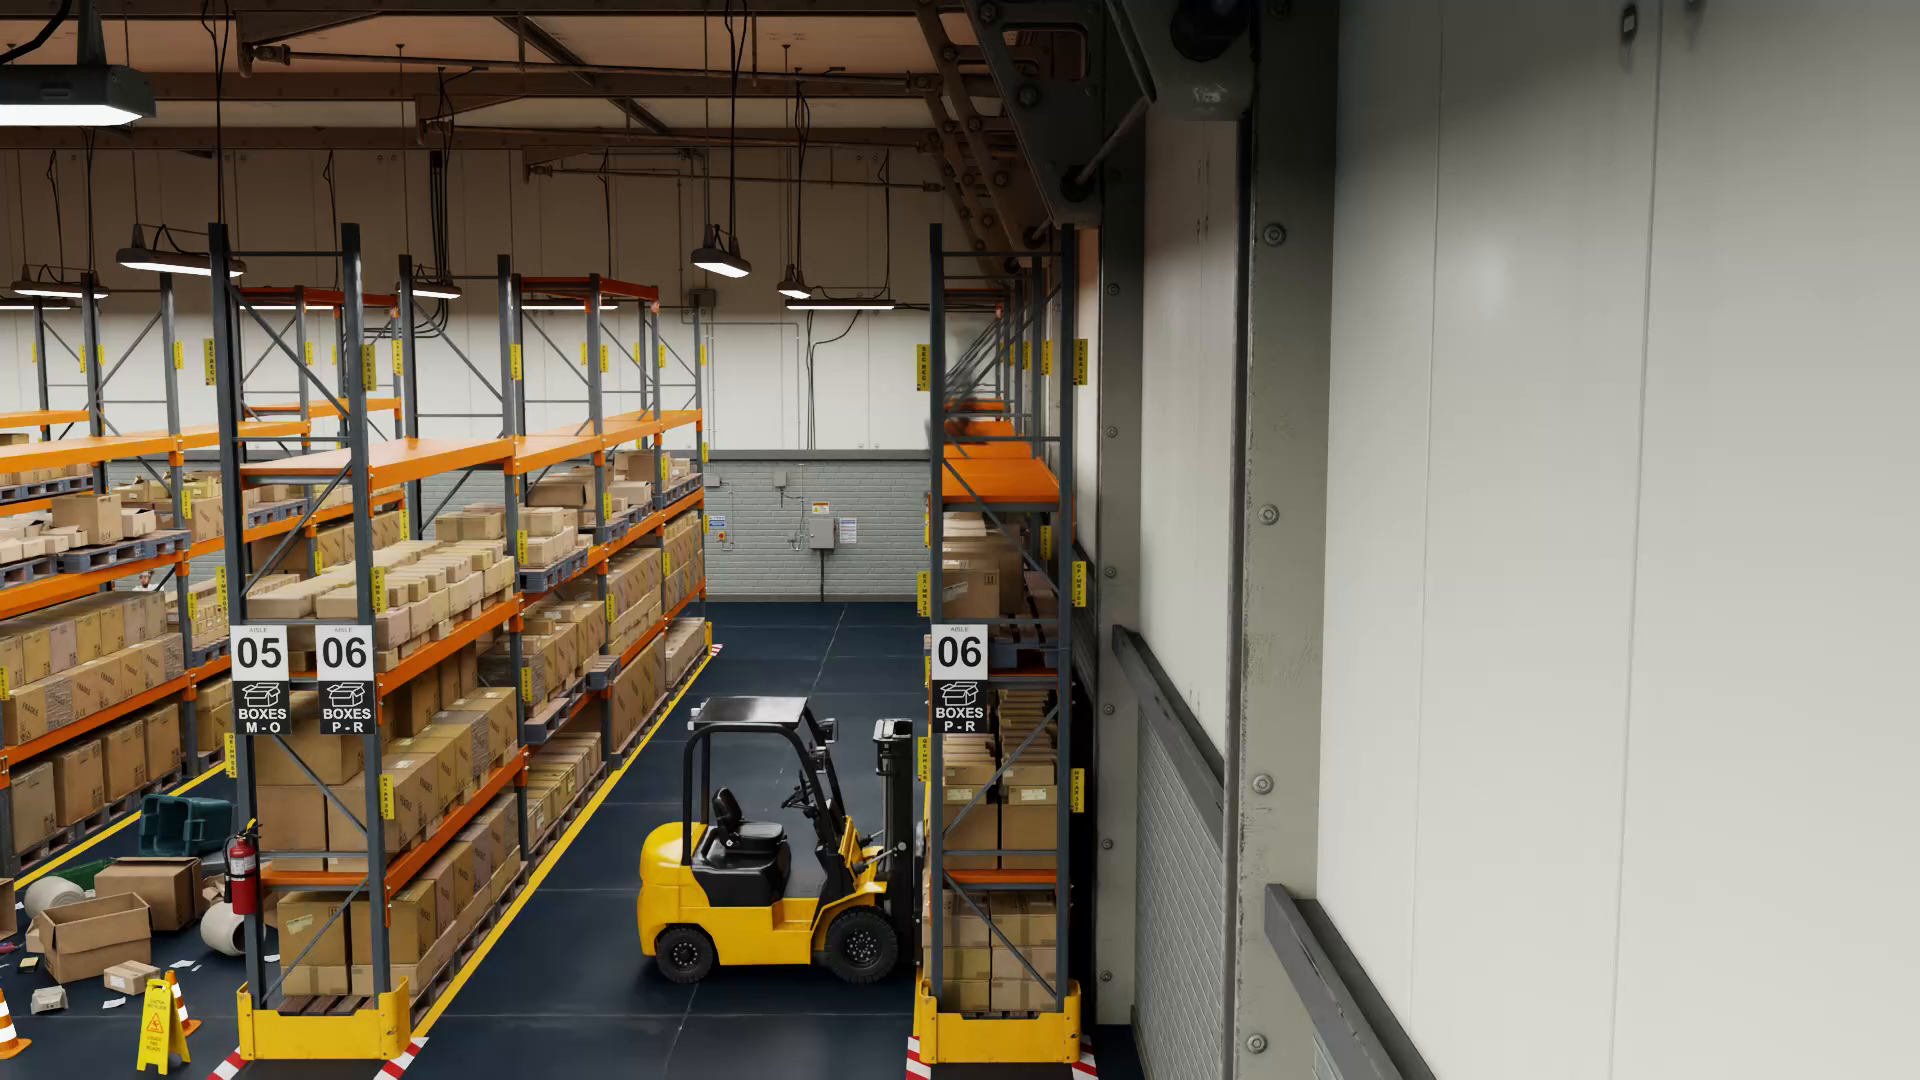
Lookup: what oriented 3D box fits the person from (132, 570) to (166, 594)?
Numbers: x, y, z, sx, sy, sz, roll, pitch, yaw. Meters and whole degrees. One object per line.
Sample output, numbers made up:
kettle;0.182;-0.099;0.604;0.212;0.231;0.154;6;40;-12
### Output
person;-12.923;1.267;26.449;0.632;1.662;0.532;-1;7;-7
